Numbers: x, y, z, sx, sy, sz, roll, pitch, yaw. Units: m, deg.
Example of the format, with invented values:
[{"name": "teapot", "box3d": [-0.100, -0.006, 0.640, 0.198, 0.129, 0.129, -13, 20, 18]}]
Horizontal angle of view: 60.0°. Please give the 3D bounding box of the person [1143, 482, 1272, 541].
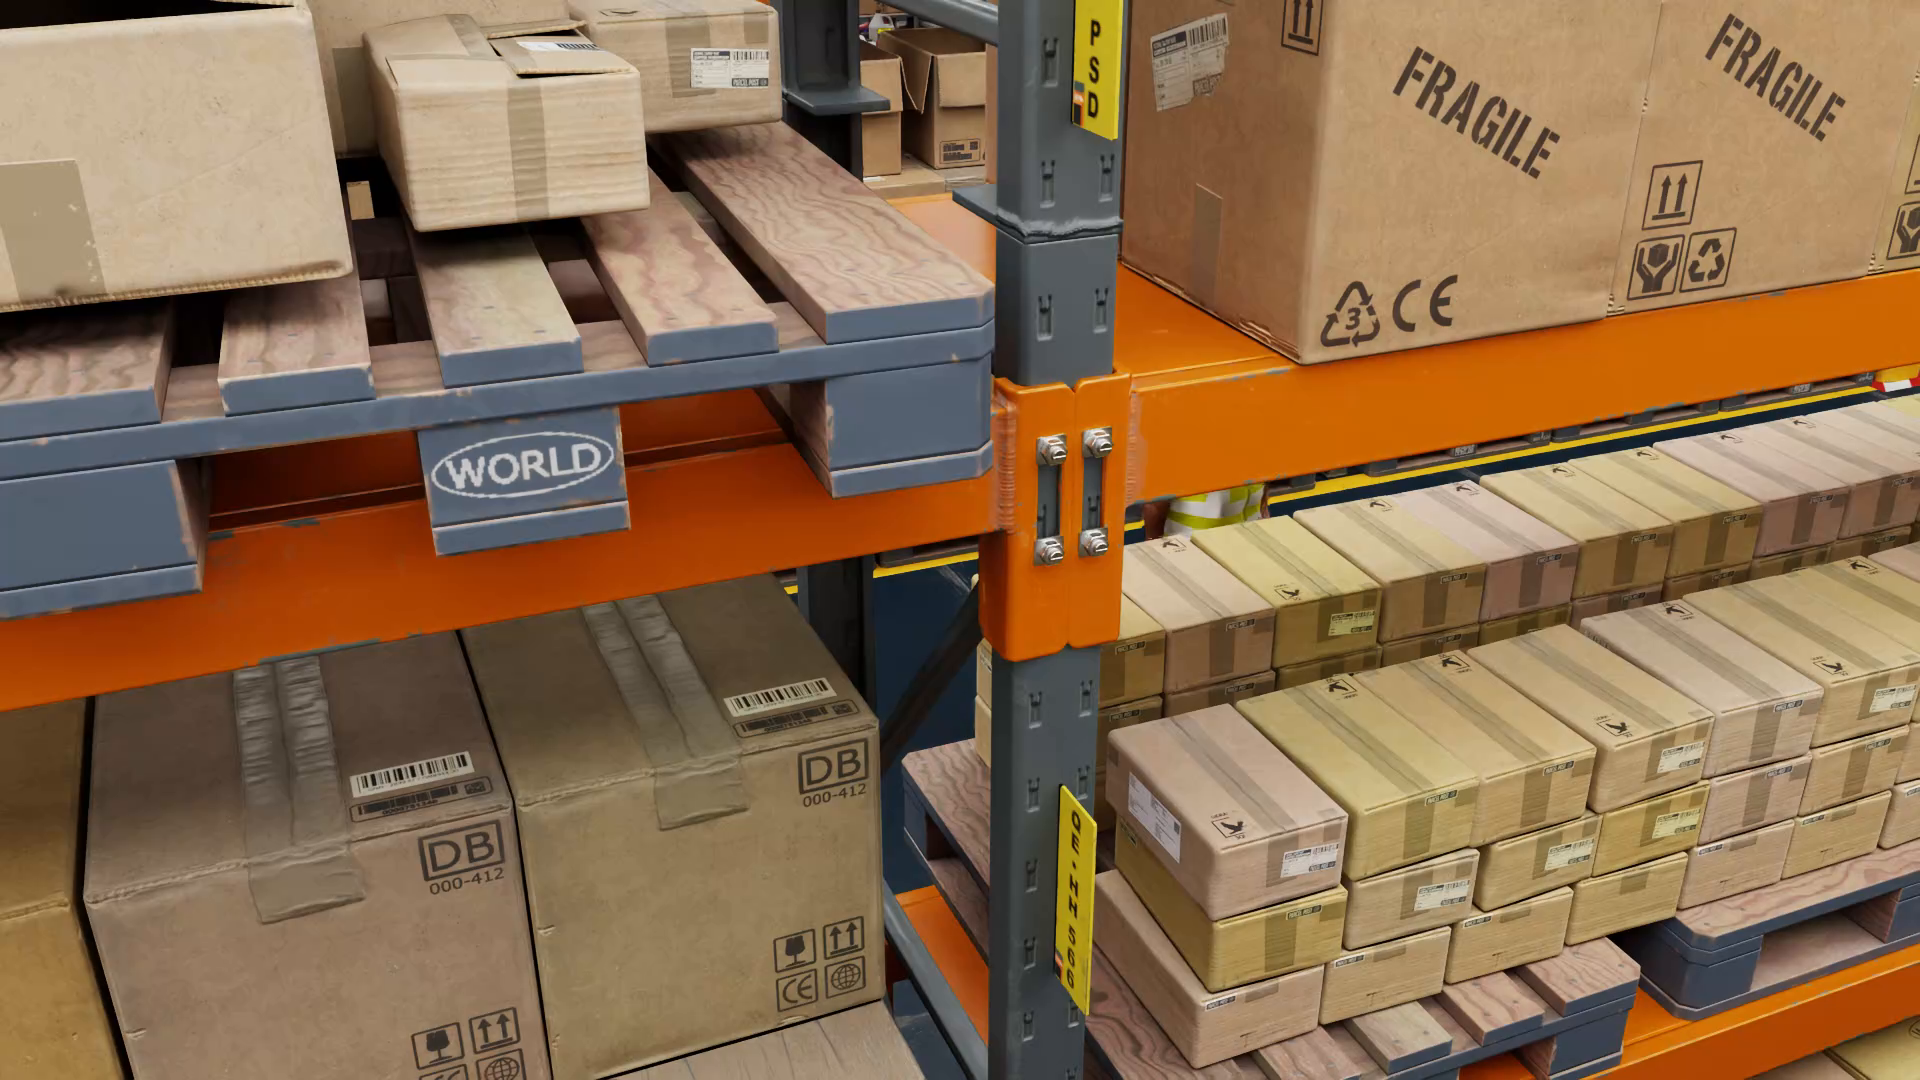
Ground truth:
[{"name": "person", "box3d": [0.937, -0.023, 6.120, 0.544, 1.765, 0.661, 20, 32, 35]}]
